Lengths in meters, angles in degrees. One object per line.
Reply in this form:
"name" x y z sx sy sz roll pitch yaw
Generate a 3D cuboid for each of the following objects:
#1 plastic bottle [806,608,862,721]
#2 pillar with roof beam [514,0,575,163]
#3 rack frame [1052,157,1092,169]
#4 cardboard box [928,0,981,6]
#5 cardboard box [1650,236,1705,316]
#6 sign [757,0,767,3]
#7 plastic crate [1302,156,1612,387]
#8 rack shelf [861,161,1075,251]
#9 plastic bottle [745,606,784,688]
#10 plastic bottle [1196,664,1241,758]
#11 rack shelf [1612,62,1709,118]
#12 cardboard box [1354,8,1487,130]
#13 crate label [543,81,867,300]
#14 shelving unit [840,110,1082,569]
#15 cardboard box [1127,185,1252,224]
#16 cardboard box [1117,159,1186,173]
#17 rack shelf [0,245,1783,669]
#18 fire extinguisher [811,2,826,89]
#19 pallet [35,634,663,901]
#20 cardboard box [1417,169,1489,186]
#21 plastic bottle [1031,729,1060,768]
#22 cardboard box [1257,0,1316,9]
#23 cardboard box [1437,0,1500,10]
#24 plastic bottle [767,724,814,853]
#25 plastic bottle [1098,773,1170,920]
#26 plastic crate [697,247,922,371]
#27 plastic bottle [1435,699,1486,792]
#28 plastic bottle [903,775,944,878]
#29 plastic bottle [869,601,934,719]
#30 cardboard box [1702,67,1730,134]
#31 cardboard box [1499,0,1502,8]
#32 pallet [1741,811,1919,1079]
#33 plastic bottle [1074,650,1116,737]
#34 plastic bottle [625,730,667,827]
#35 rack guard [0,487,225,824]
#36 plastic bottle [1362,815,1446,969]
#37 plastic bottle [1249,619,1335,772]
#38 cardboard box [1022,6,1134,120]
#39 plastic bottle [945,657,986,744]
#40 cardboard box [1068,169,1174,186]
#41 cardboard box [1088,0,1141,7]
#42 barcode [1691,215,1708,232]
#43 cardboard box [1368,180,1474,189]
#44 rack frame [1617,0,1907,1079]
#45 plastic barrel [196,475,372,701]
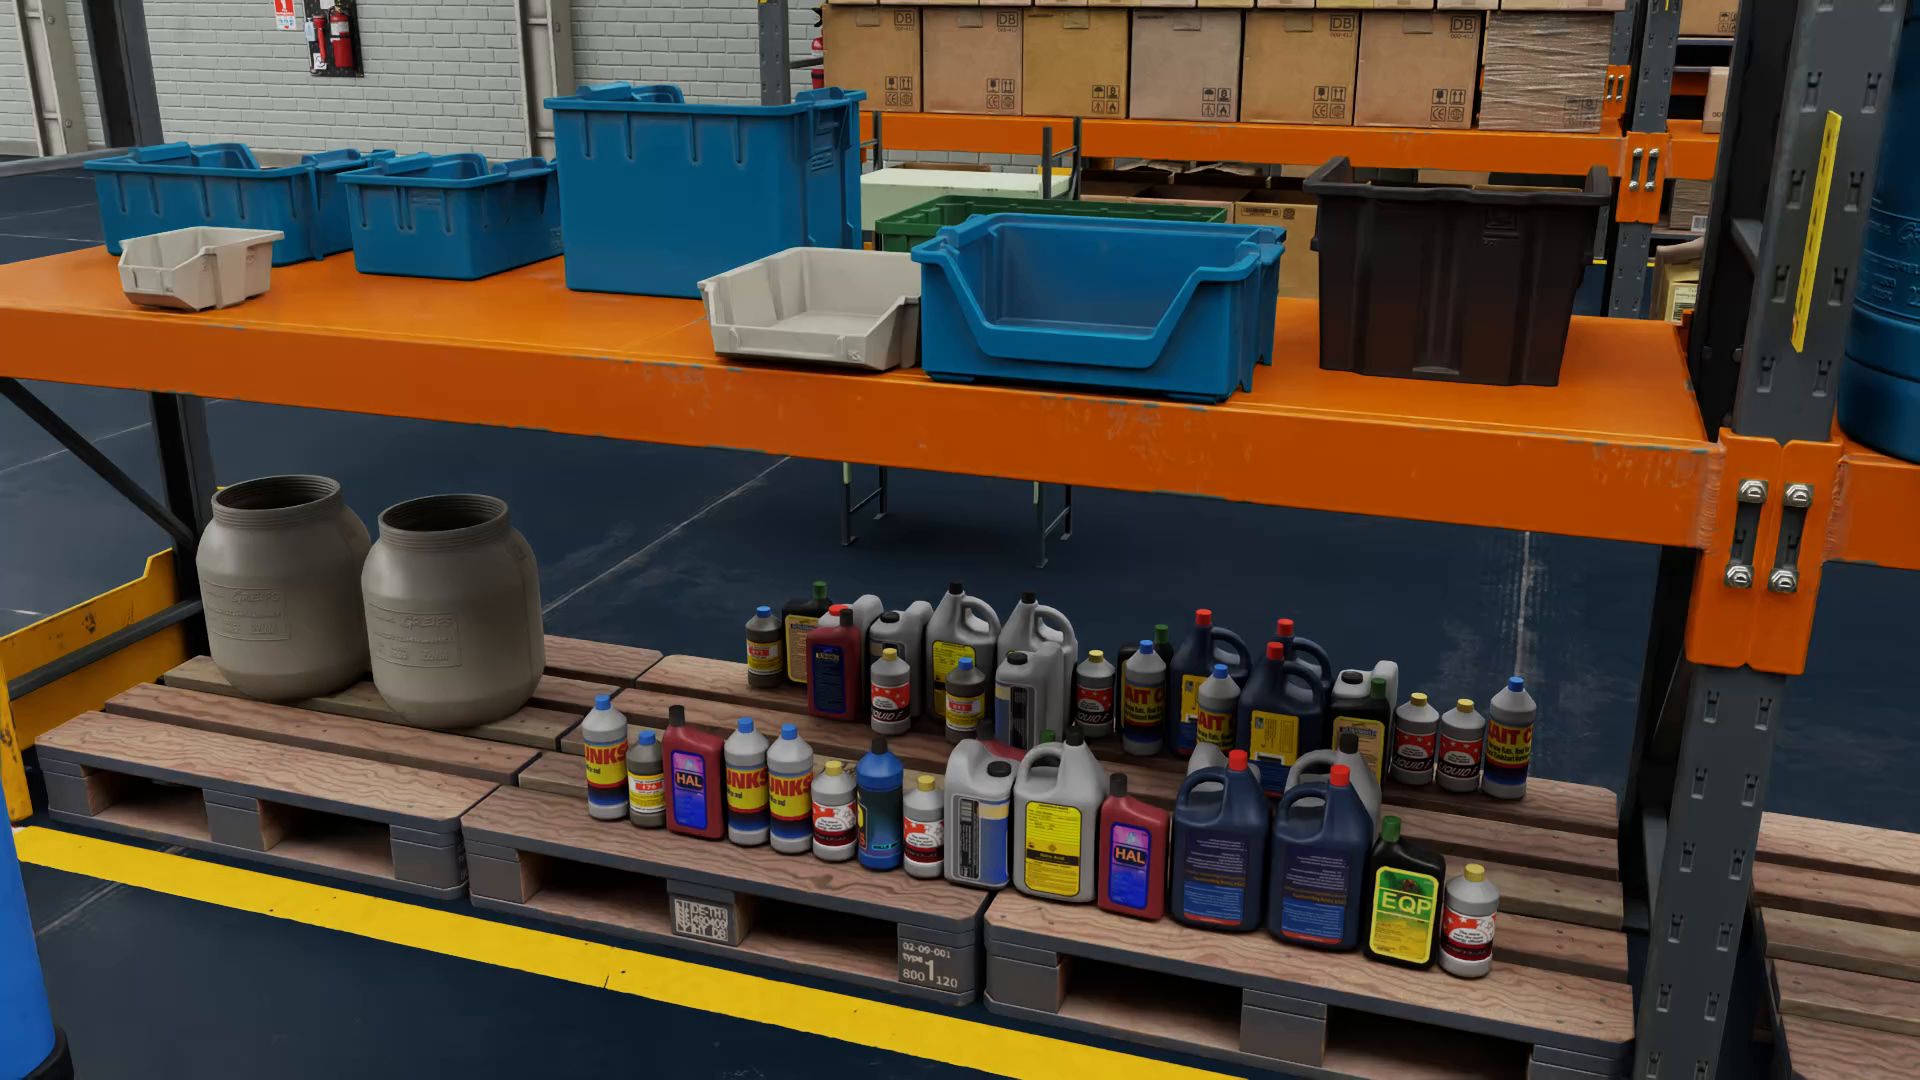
"plastic bottle" -0.312 0.302 4.110 0.133 0.283 0.061 7 20 18
"pillar with roof beam" -5.269 -6.320 10.535 0.400 9.000 9.100 7 20 18
"rack frame" 0.866 -3.984 12.948 0.127 3.000 1.000 7 20 18
"cardboard box" 0.029 -2.632 7.934 0.250 0.149 0.380 7 20 18
"cardboard box" 3.499 -1.221 7.710 0.500 0.311 0.500 7 20 18
"sign" -0.944 -2.718 7.880 0.005 0.325 0.100 7 20 18
"plastic crate" 0.940 -0.538 3.158 0.504 0.338 0.767 7 20 18
"rack shelf" -0.006 -1.077 5.703 0.720 0.370 0.431 7 20 18
"plastic bottle" -0.507 0.272 4.322 0.097 0.201 0.097 0 19 0
"plastic bottle" 0.590 0.415 3.806 0.097 0.271 0.097 0 19 0
"rack shelf" 6.534 -2.996 11.208 4.000 0.370 1.077 7 20 18
"cardboard box" 2.101 -2.159 7.562 0.500 0.500 0.700 6 20 17
"crate label" -0.558 -0.806 3.777 0.616 0.435 0.502 7 20 18
"shelving unit" -0.006 -0.709 5.831 0.755 1.500 0.431 7 20 18
"cardboard box" 1.093 -1.407 7.957 0.500 0.500 0.500 7 20 18
"cardboard box" 1.490 -2.819 13.024 0.500 0.311 0.500 4 20 12
"rack shelf" -0.496 -0.348 3.610 4.000 0.370 1.077 7 20 18
"fire extinguisher" -0.715 -2.564 8.992 0.183 0.674 0.296 7 20 18
"pallet" -1.532 0.496 4.332 1.213 0.211 1.003 7 20 18
"cardboard box" 3.651 -2.679 12.334 0.500 0.500 0.500 5 20 14
"plastic bottle" 0.213 0.533 3.448 0.133 0.283 0.061 7 20 18
"cardboard box" 1.496 -2.465 7.454 0.250 0.149 0.380 7 20 20
"cardboard box" 2.214 -2.382 7.216 0.250 0.149 0.380 6 20 16
"plastic bottle" -0.357 0.517 3.511 0.097 0.271 0.097 0 19 0
"plastic bottle" 0.341 0.598 3.262 0.133 0.283 0.061 8 21 22
"plastic crate" -0.224 -0.444 3.193 0.437 0.136 0.530 7 20 18
"plastic bottle" 1.140 0.460 3.781 0.097 0.201 0.097 0 19 0
"plastic bottle" -0.069 0.583 3.428 0.097 0.201 0.097 0 19 0
"plastic bottle" -0.146 0.288 4.164 0.135 0.276 0.152 6 20 17
"cardboard box" 3.502 -1.901 7.200 0.500 0.250 0.500 8 21 21
"cardboard box" 2.350 -2.508 7.578 0.250 0.149 0.380 6 20 17
"pallet" 2.148 0.918 3.122 1.213 0.211 1.003 7 20 18
"plastic bottle" 0.329 0.368 4.048 0.097 0.201 0.097 0 19 0
"plastic bottle" -0.677 0.514 3.628 0.097 0.201 0.097 0 19 0
"rack guard" -2.298 0.270 4.541 0.348 0.500 1.175 7 20 18
"plastic bottle" 0.831 0.654 3.101 0.133 0.283 0.061 8 21 21
"plastic bottle" 0.767 0.355 3.856 0.185 0.351 0.144 7 20 20
"cardboard box" 0.645 -2.326 8.039 0.500 0.500 0.700 7 20 18
"plastic bottle" 0.013 0.382 4.007 0.097 0.201 0.097 0 19 0
"cardboard box" 0.797 -1.629 8.591 0.500 0.500 0.500 7 20 18
"cardboard box" 0.761 -2.549 7.694 0.250 0.149 0.380 6 20 17
"barcode" 3.127 -1.335 7.020 0.075 0.075 0.001 7 20 18
"cardboard box" 2.212 -1.464 8.120 0.500 0.500 0.500 7 20 18
"rack frame" 1.393 -0.472 2.872 0.127 3.000 1.000 7 20 18
"plastic barrel" -1.738 0.120 4.316 0.421 0.512 0.421 0 19 0
